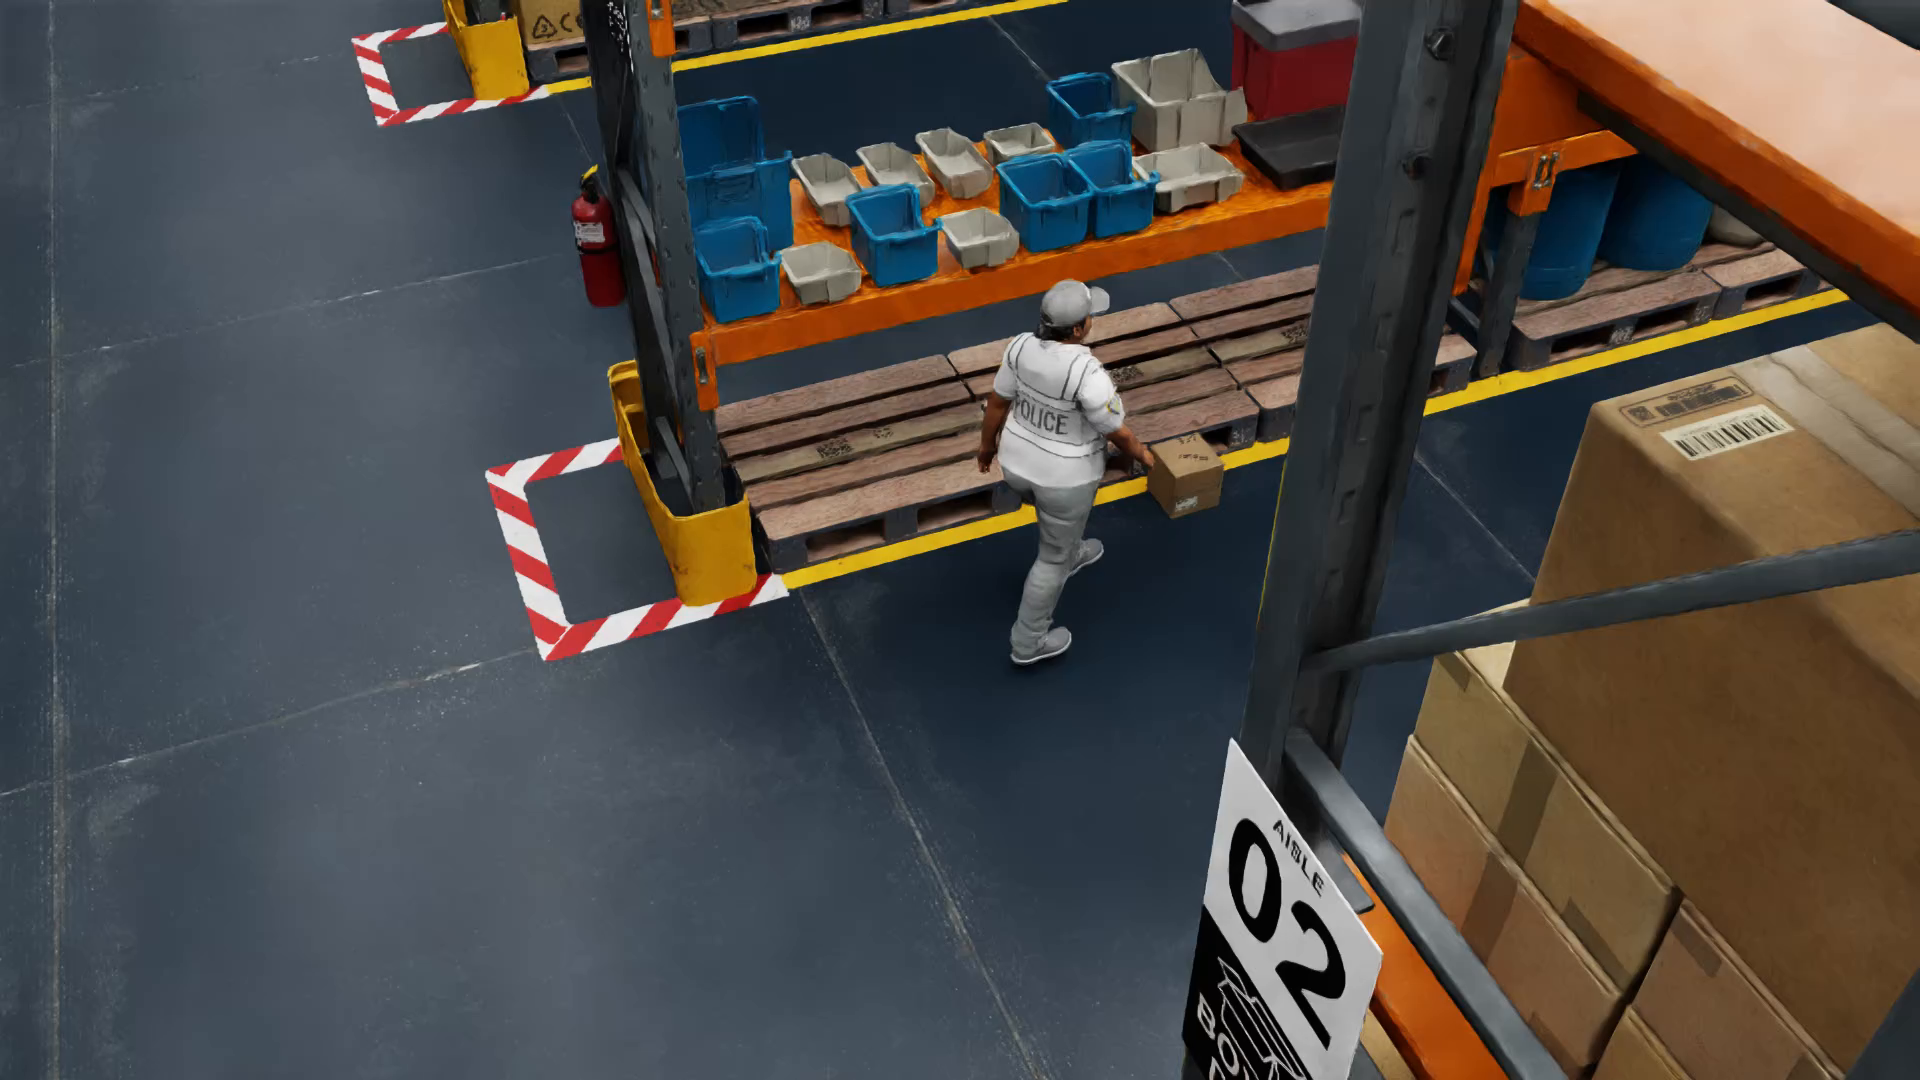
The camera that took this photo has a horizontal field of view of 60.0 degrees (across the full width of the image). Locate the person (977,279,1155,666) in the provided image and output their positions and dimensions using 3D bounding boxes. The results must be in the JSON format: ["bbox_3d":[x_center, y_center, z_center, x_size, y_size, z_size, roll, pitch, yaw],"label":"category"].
[{"bbox_3d":[0.411,-0.335,6.599,0.604,1.644,0.826,32,51,31],"label":"person"}]
